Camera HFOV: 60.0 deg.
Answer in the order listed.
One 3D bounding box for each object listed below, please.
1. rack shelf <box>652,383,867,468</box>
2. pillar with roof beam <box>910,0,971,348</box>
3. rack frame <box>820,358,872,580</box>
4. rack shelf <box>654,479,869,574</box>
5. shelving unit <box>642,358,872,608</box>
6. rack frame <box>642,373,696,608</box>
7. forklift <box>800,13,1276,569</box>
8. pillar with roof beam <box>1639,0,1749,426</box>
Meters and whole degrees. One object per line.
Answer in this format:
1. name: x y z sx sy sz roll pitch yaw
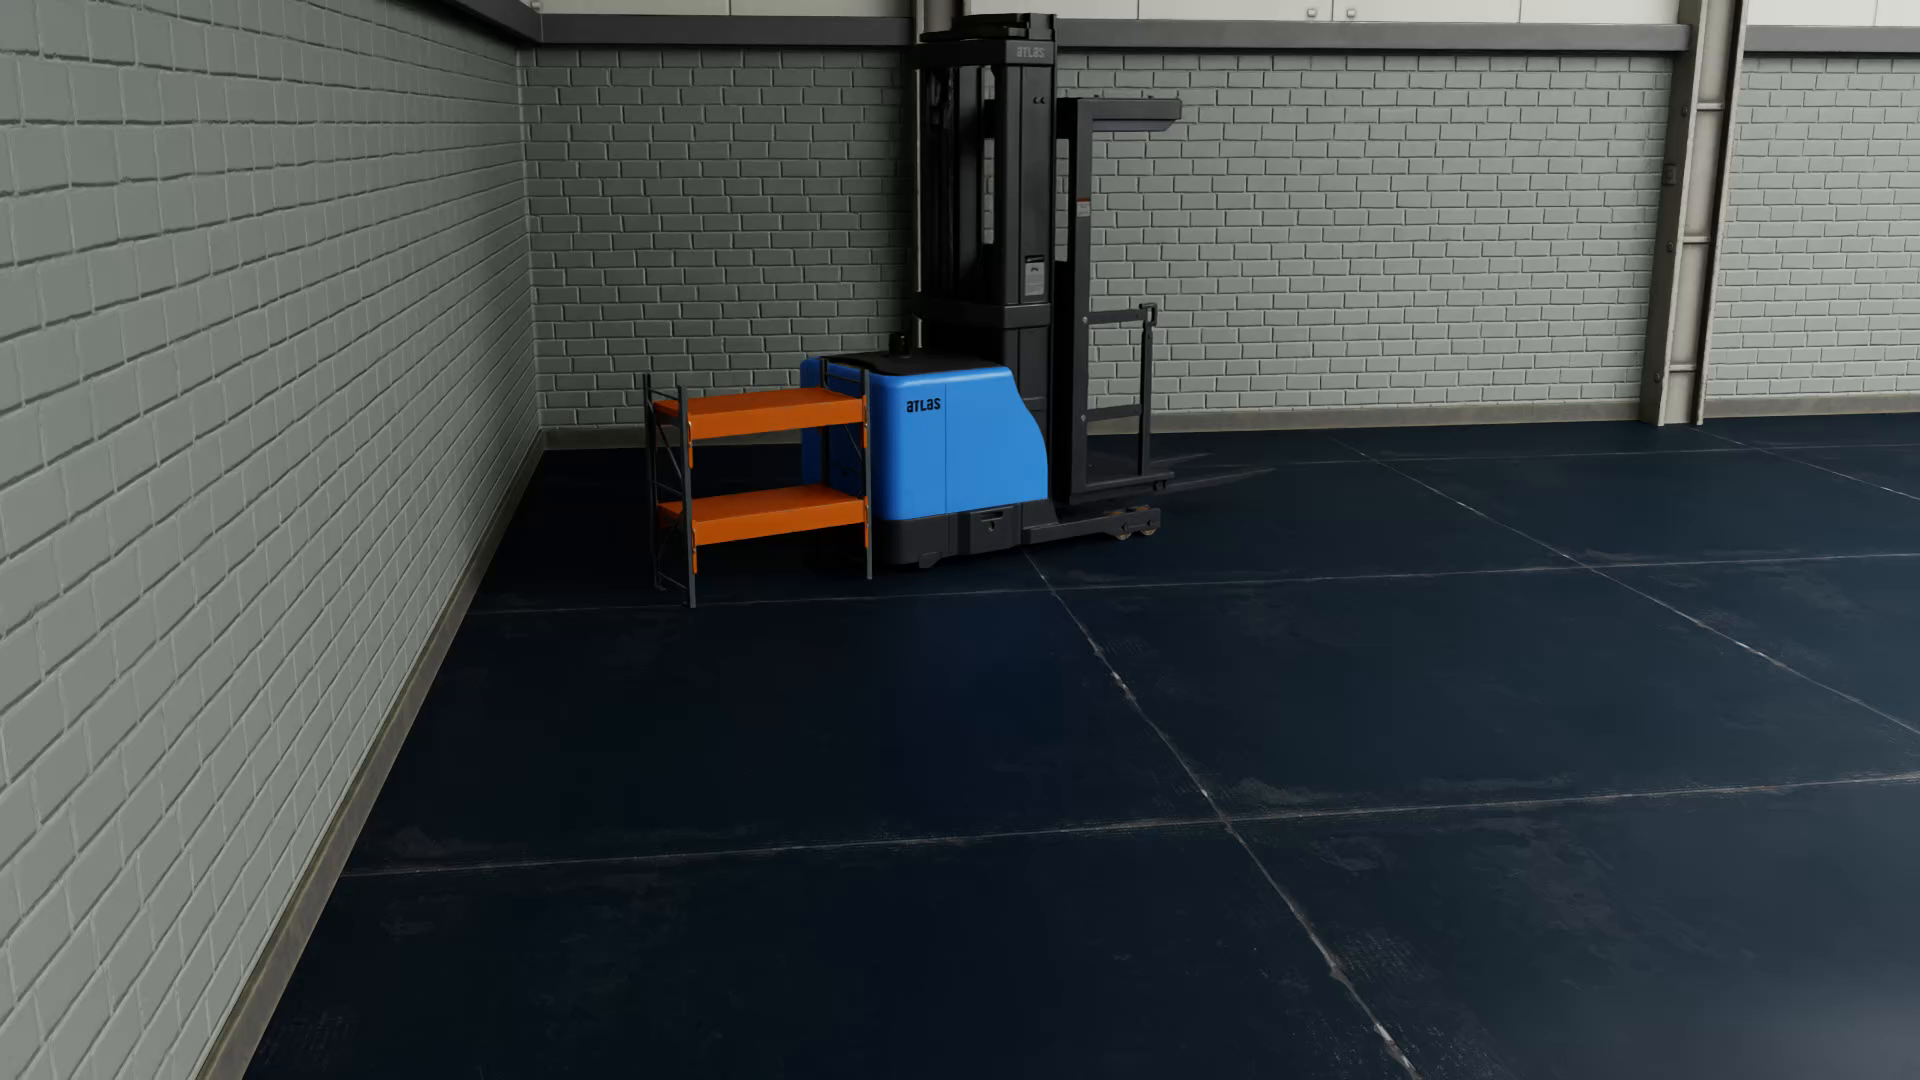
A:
1. rack shelf: -1.045 -0.605 8.618 1.000 0.278 0.538 -9 17 -31
2. pillar with roof beam: 0.500 -4.077 7.478 0.400 9.000 9.100 -2 14 -8
3. rack frame: -0.616 -0.387 8.953 0.032 1.125 0.500 -9 17 -31
4. rack shelf: -1.045 -0.084 8.749 1.000 0.278 0.538 -9 17 -31
5. shelving unit: -1.045 -0.321 8.689 1.048 1.125 0.538 -9 17 -31
6. rack frame: -1.475 -0.255 8.426 0.032 1.125 0.500 -9 17 -31
7. forklift: 0.582 -1.521 9.761 3.031 2.935 1.130 -9 17 -33
8. pillar with roof beam: 6.433 -4.294 8.345 0.400 9.000 9.100 -2 14 -8
